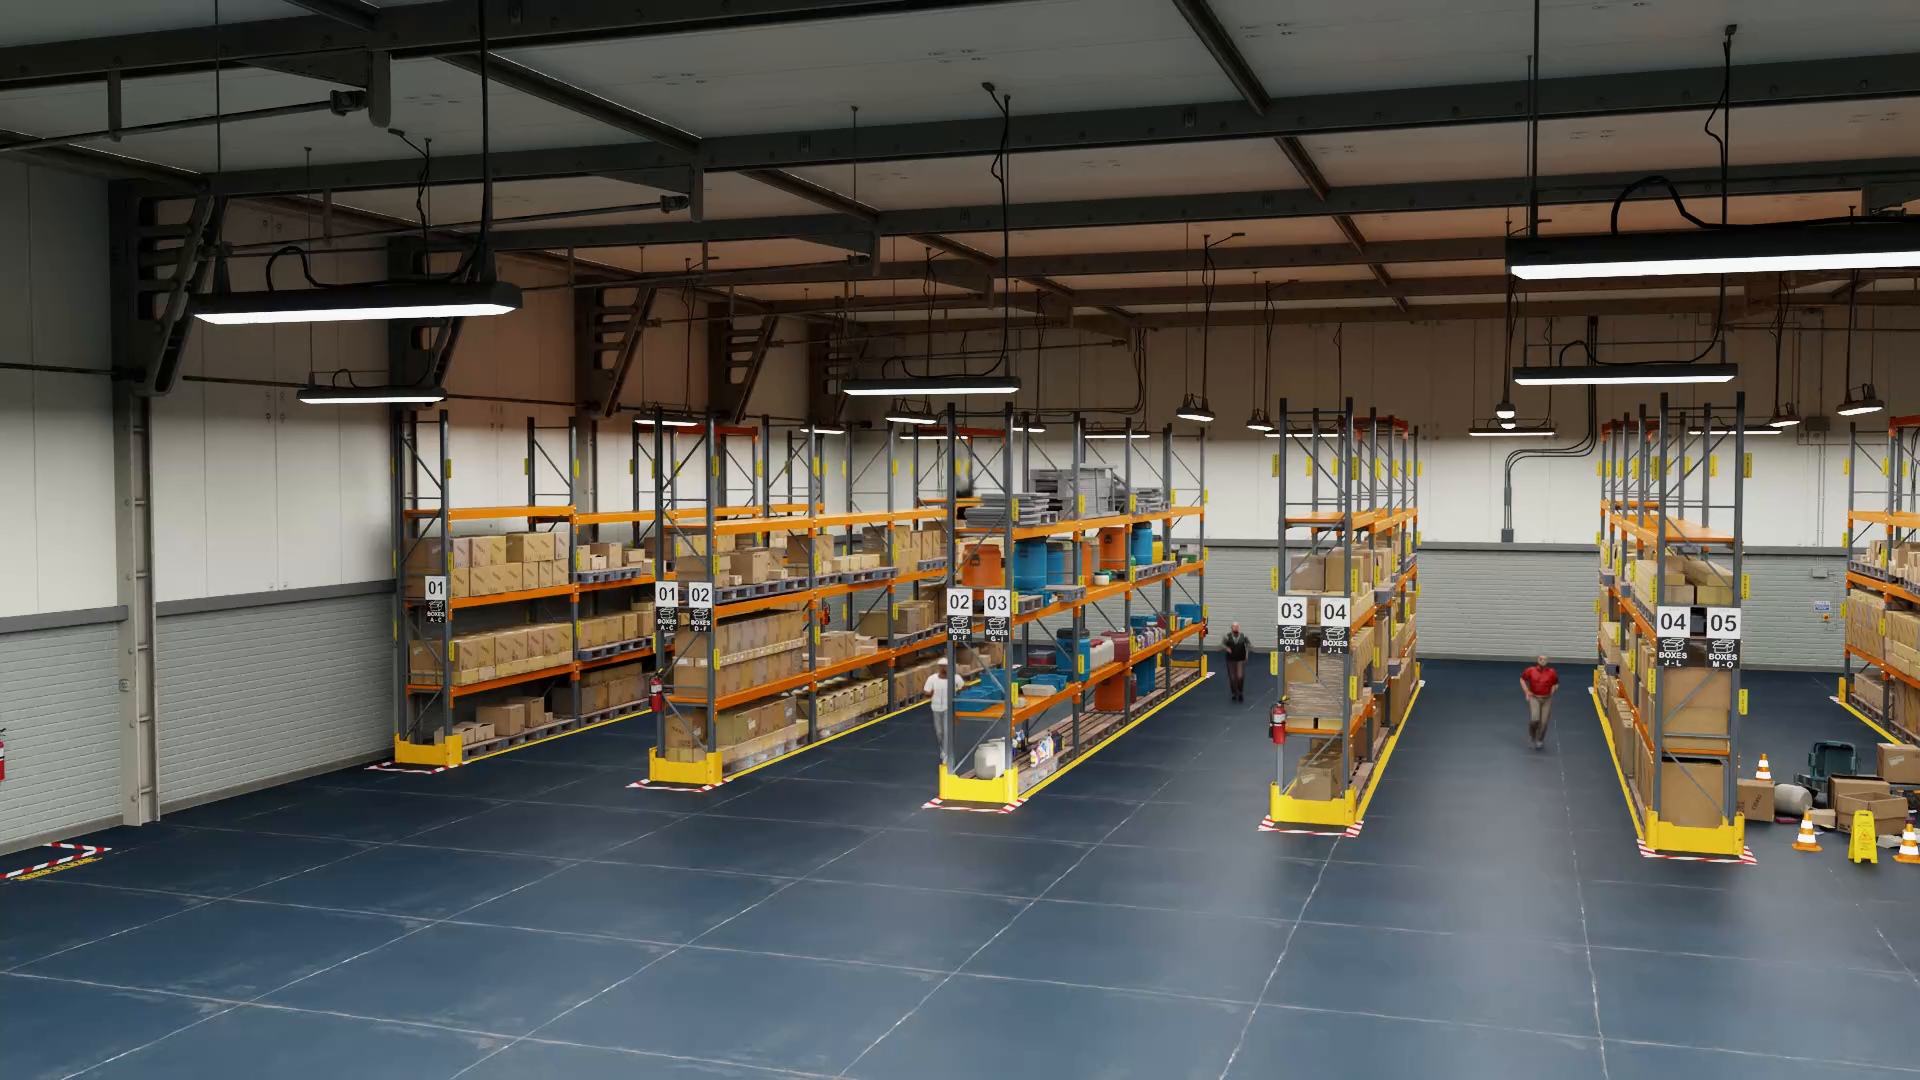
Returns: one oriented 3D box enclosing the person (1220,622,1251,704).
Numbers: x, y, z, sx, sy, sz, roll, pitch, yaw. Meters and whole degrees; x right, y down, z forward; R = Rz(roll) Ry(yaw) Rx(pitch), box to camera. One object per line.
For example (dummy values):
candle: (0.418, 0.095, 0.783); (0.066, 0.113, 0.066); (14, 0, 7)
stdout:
person: (5.893, 2.628, 35.625); (0.647, 1.747, 0.726); (1, 3, 13)

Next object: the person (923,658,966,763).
person: (-0.282, 2.894, 28.128); (0.679, 1.808, 0.833); (0, 2, 11)

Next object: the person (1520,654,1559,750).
person: (10.324, 2.889, 29.572); (0.634, 1.729, 0.690); (0, 2, 8)
